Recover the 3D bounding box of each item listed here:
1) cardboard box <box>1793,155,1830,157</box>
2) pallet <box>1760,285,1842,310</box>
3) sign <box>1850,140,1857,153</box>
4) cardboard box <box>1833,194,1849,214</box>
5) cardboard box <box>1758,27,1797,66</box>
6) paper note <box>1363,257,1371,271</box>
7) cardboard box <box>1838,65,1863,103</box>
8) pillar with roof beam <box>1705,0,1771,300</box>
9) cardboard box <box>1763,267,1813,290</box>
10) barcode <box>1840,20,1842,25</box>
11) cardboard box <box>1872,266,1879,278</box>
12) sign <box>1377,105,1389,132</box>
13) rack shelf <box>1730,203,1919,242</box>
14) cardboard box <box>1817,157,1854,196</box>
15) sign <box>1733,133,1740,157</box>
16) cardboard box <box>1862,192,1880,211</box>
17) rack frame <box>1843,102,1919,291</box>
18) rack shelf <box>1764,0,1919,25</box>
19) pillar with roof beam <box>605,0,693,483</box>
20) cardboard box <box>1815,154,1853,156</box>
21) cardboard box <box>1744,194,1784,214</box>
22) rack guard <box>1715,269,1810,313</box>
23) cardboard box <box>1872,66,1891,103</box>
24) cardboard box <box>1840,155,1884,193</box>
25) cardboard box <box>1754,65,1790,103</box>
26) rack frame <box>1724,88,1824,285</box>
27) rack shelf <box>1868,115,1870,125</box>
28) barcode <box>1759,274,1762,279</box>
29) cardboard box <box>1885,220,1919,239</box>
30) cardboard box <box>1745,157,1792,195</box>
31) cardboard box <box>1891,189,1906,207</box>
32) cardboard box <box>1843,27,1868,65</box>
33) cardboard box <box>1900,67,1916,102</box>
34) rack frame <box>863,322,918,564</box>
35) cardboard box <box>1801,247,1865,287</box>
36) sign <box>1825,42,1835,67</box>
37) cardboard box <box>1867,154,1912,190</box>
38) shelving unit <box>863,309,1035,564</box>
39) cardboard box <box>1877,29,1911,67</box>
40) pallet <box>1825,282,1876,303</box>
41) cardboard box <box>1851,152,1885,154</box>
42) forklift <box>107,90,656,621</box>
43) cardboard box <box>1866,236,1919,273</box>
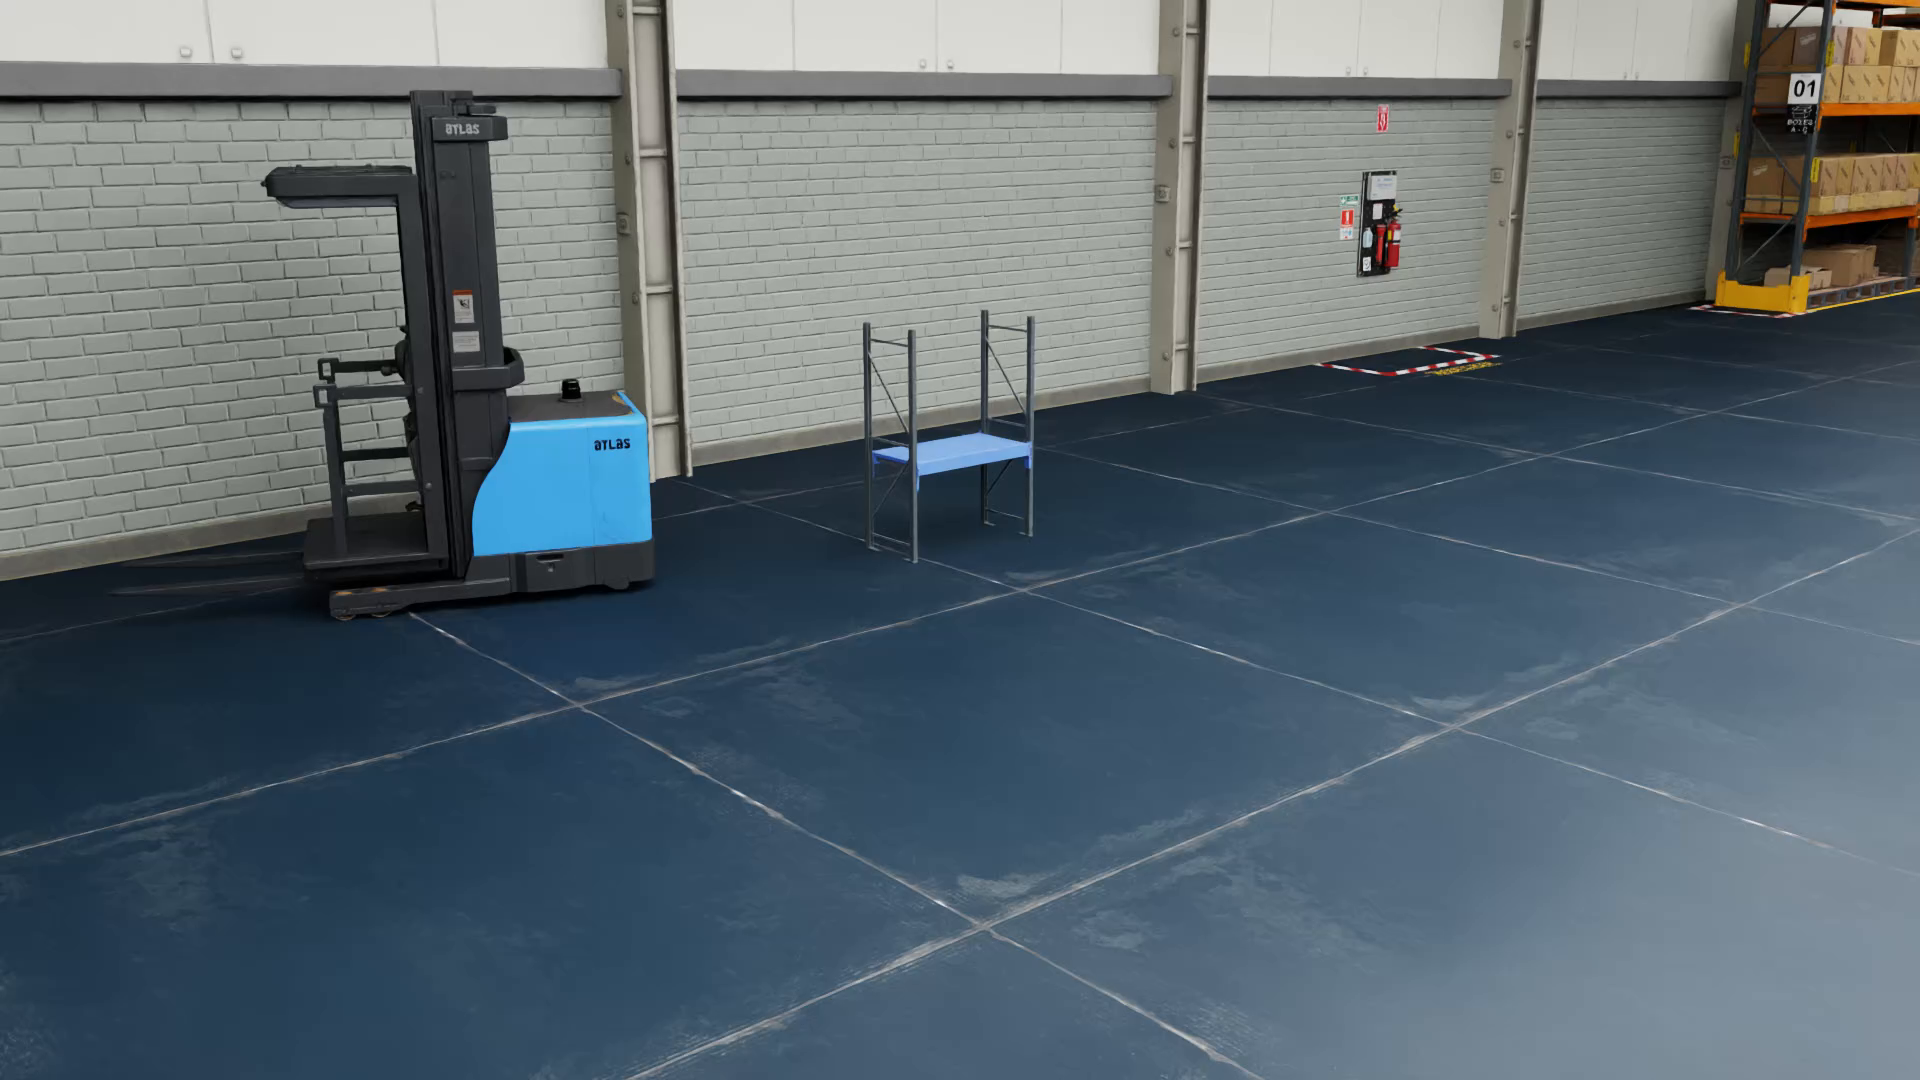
[{"bbox_3d":[12.247,-5.310,24.117,0.500,0.500,0.500,-13,20,-41],"label":"cardboard box"},{"bbox_3d":[11.951,-3.514,23.997,1.213,0.211,1.003,-13,19,-39],"label":"pallet"},{"bbox_3d":[13.908,-6.062,25.889,0.005,0.325,0.100,-13,19,-39],"label":"sign"},{"bbox_3d":[12.216,-4.767,23.534,0.500,0.250,0.500,-13,20,-41],"label":"cardboard box"},{"bbox_3d":[11.411,-6.832,23.032,0.500,0.500,0.500,-12,19,-37],"label":"cardboard box"},{"bbox_3d":[4.623,-3.135,18.881,0.142,0.148,0.016,-13,19,-39],"label":"paper note"},{"bbox_3d":[12.102,-6.317,23.042,0.500,0.500,0.500,-11,19,-36],"label":"cardboard box"},{"bbox_3d":[14.043,-7.065,20.262,0.400,9.000,9.100,-13,19,-39],"label":"pillar with roof beam"},{"bbox_3d":[11.838,-3.731,23.763,0.500,0.311,0.500,13,20,41],"label":"cardboard box"},{"bbox_3d":[12.944,-7.611,24.436,0.075,0.075,0.001,-13,19,-39],"label":"barcode"},{"bbox_3d":[13.891,-4.143,25.584,0.380,0.166,0.250,13,20,40],"label":"cardboard box"},{"bbox_3d":[4.730,-4.715,18.598,0.199,0.298,0.001,-13,19,-39],"label":"sign"},{"bbox_3d":[12.766,-4.709,24.461,4.000,0.370,1.077,-13,19,-39],"label":"rack shelf"},{"bbox_3d":[12.194,-5.121,23.410,0.500,0.500,0.500,-13,19,-39],"label":"cardboard box"},{"bbox_3d":[10.908,-5.541,23.327,0.005,0.325,0.100,-13,19,-39],"label":"sign"},{"bbox_3d":[12.987,-4.937,24.172,0.500,0.250,0.500,-12,19,-39],"label":"cardboard box"},{"bbox_3d":[14.275,-5.395,25.637,0.127,3.000,1.000,-13,19,-39],"label":"rack frame"},{"bbox_3d":[12.766,-7.606,23.687,4.000,0.370,1.077,-13,19,-39],"label":"rack shelf"},{"bbox_3d":[0.465,-4.016,8.847,0.400,9.000,9.100,-13,19,-39],"label":"pillar with roof beam"},{"bbox_3d":[13.011,-5.486,24.773,0.500,0.500,0.500,-12,19,-38],"label":"cardboard box"},{"bbox_3d":[11.483,-4.772,23.554,0.500,0.250,0.500,-12,19,-39],"label":"cardboard box"},{"bbox_3d":[11.315,-3.523,23.471,0.348,0.500,1.175,-13,19,-39],"label":"rack guard"},{"bbox_3d":[12.881,-6.501,23.729,0.500,0.500,0.500,-11,19,-36],"label":"cardboard box"},{"bbox_3d":[12.970,-5.298,24.069,0.500,0.500,0.500,-12,19,-38],"label":"cardboard box"},{"bbox_3d":[11.406,-6.345,23.146,0.500,0.500,0.500,-11,18,-35],"label":"cardboard box"},{"bbox_3d":[11.257,-4.718,23.100,0.127,3.000,1.000,-13,19,-39],"label":"rack frame"},{"bbox_3d":[15.784,-6.836,26.611,4.000,0.370,1.077,-13,19,-39],"label":"rack shelf"},{"bbox_3d":[11.589,-3.816,24.065,0.075,0.075,0.001,-13,19,-39],"label":"barcode"},{"bbox_3d":[15.149,-4.966,26.566,0.500,0.250,0.500,-13,20,-41],"label":"cardboard box"},{"bbox_3d":[11.473,-5.139,23.474,0.500,0.500,0.500,-13,20,-40],"label":"cardboard box"},{"bbox_3d":[13.735,-5.111,24.822,0.500,0.250,0.500,-13,19,-39],"label":"cardboard box"},{"bbox_3d":[12.119,-6.801,22.917,0.500,0.500,0.500,-13,20,-40],"label":"cardboard box"},{"bbox_3d":[13.666,-6.686,24.422,0.500,0.500,0.500,14,20,42],"label":"cardboard box"},{"bbox_3d":[-0.448,-0.624,10.680,0.032,1.500,0.500,-13,19,-39],"label":"rack frame"},{"bbox_3d":[12.855,-4.034,24.529,0.500,0.500,0.700,-14,21,-43],"label":"cardboard box"},{"bbox_3d":[11.614,-6.484,22.205,0.005,0.325,0.100,-13,19,-39],"label":"sign"},{"bbox_3d":[13.748,-5.469,24.711,0.500,0.500,0.500,-13,20,-40],"label":"cardboard box"},{"bbox_3d":[-0.064,-0.710,11.002,1.048,1.500,0.538,-13,19,-39],"label":"shelving unit"},{"bbox_3d":[13.281,-7.063,23.896,0.500,0.500,0.500,-14,20,-41],"label":"cardboard box"},{"bbox_3d":[12.871,-3.720,24.767,1.213,0.211,1.003,-13,19,-39],"label":"pallet"},{"bbox_3d":[13.783,-5.656,25.411,0.500,0.500,0.500,-13,20,-41],"label":"cardboard box"},{"bbox_3d":[-3.429,-1.108,9.718,3.031,2.935,1.130,-5,16,-19],"label":"forklift"},{"bbox_3d":[14.819,-4.528,26.381,0.500,0.500,0.700,-12,19,-38],"label":"cardboard box"}]
